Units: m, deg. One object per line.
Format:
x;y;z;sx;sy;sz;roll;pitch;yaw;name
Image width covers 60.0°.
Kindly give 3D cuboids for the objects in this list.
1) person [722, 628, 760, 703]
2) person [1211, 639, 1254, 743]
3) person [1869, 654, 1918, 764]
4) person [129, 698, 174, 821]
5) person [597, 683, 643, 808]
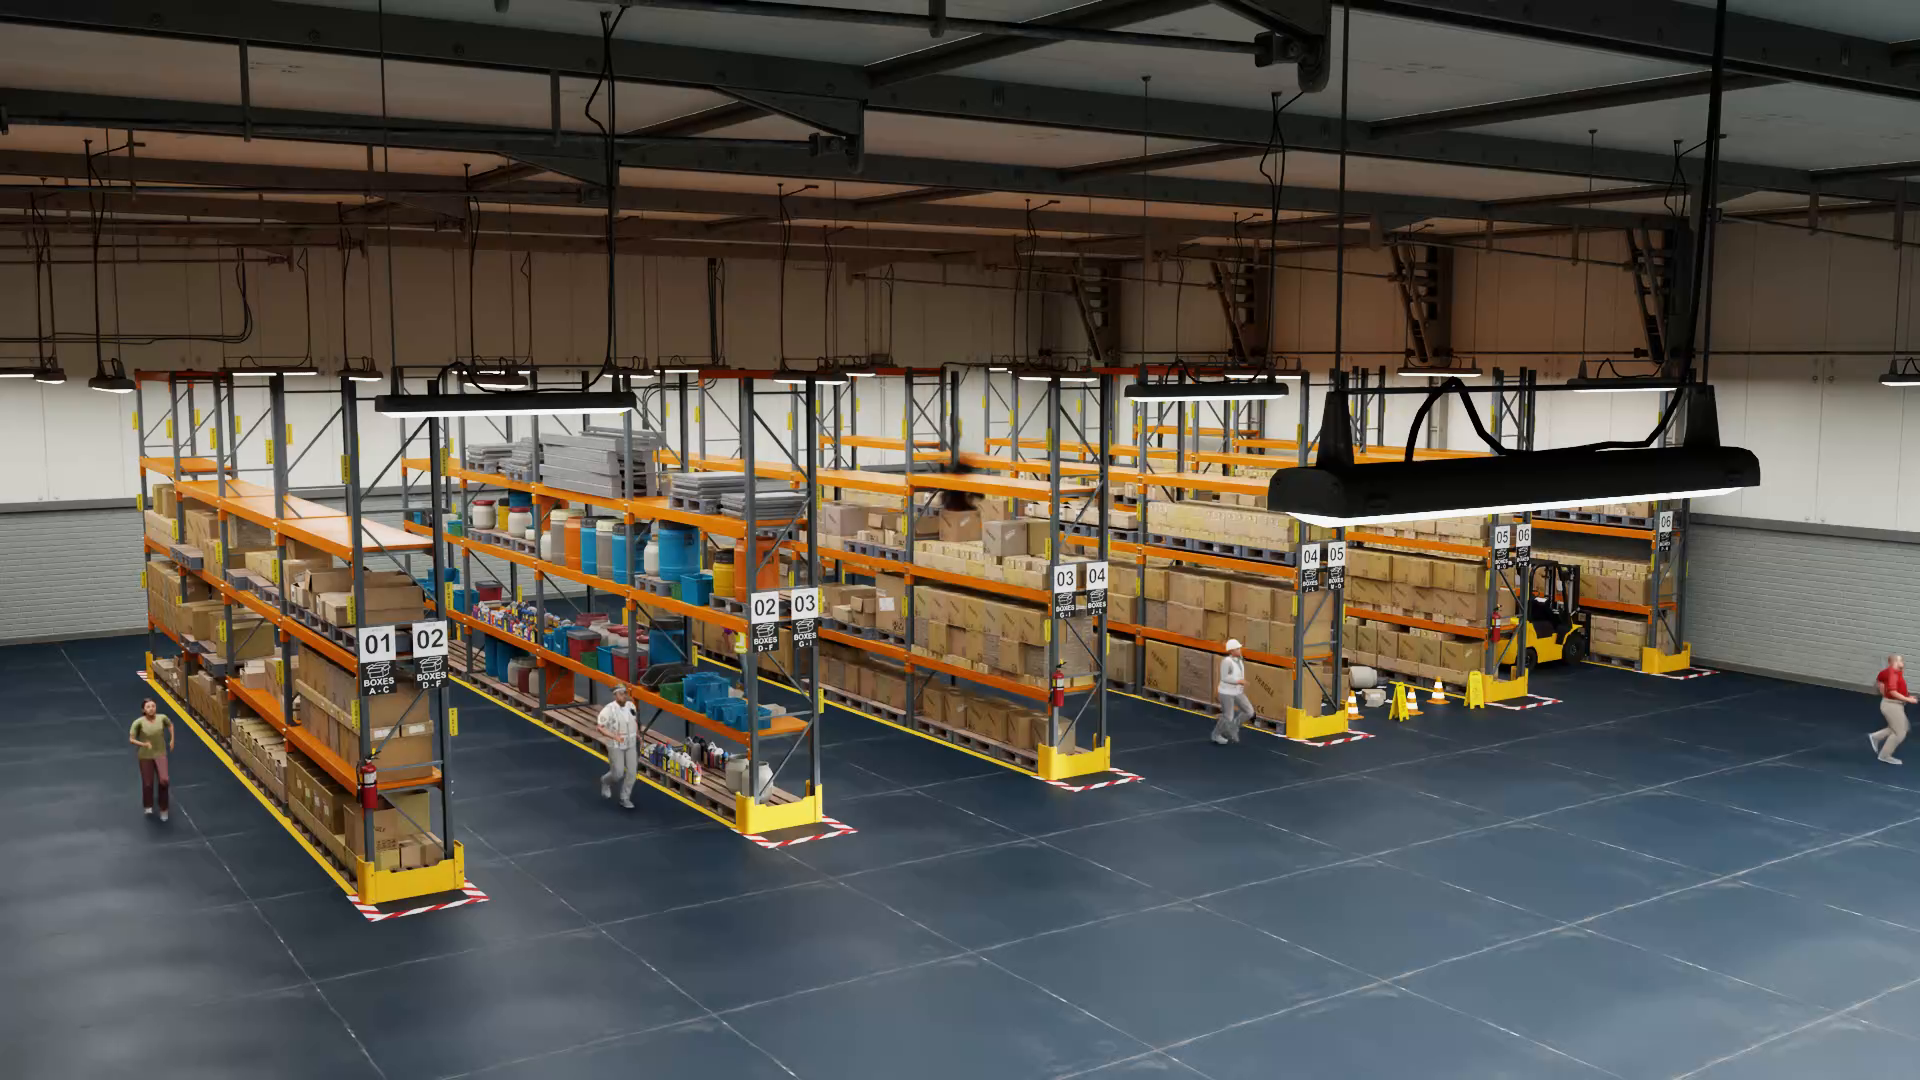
-3.882;2.024;30.188;0.703;1.745;0.992;-5;8;-39;person
4.395;2.443;26.773;0.741;1.724;0.672;5;8;40;person
14.427;2.603;25.688;0.611;1.692;0.705;2;7;21;person
-10.939;2.978;22.561;0.592;1.719;0.698;-5;8;-36;person
-4.751;2.845;23.243;0.664;1.742;0.678;-6;9;-41;person
